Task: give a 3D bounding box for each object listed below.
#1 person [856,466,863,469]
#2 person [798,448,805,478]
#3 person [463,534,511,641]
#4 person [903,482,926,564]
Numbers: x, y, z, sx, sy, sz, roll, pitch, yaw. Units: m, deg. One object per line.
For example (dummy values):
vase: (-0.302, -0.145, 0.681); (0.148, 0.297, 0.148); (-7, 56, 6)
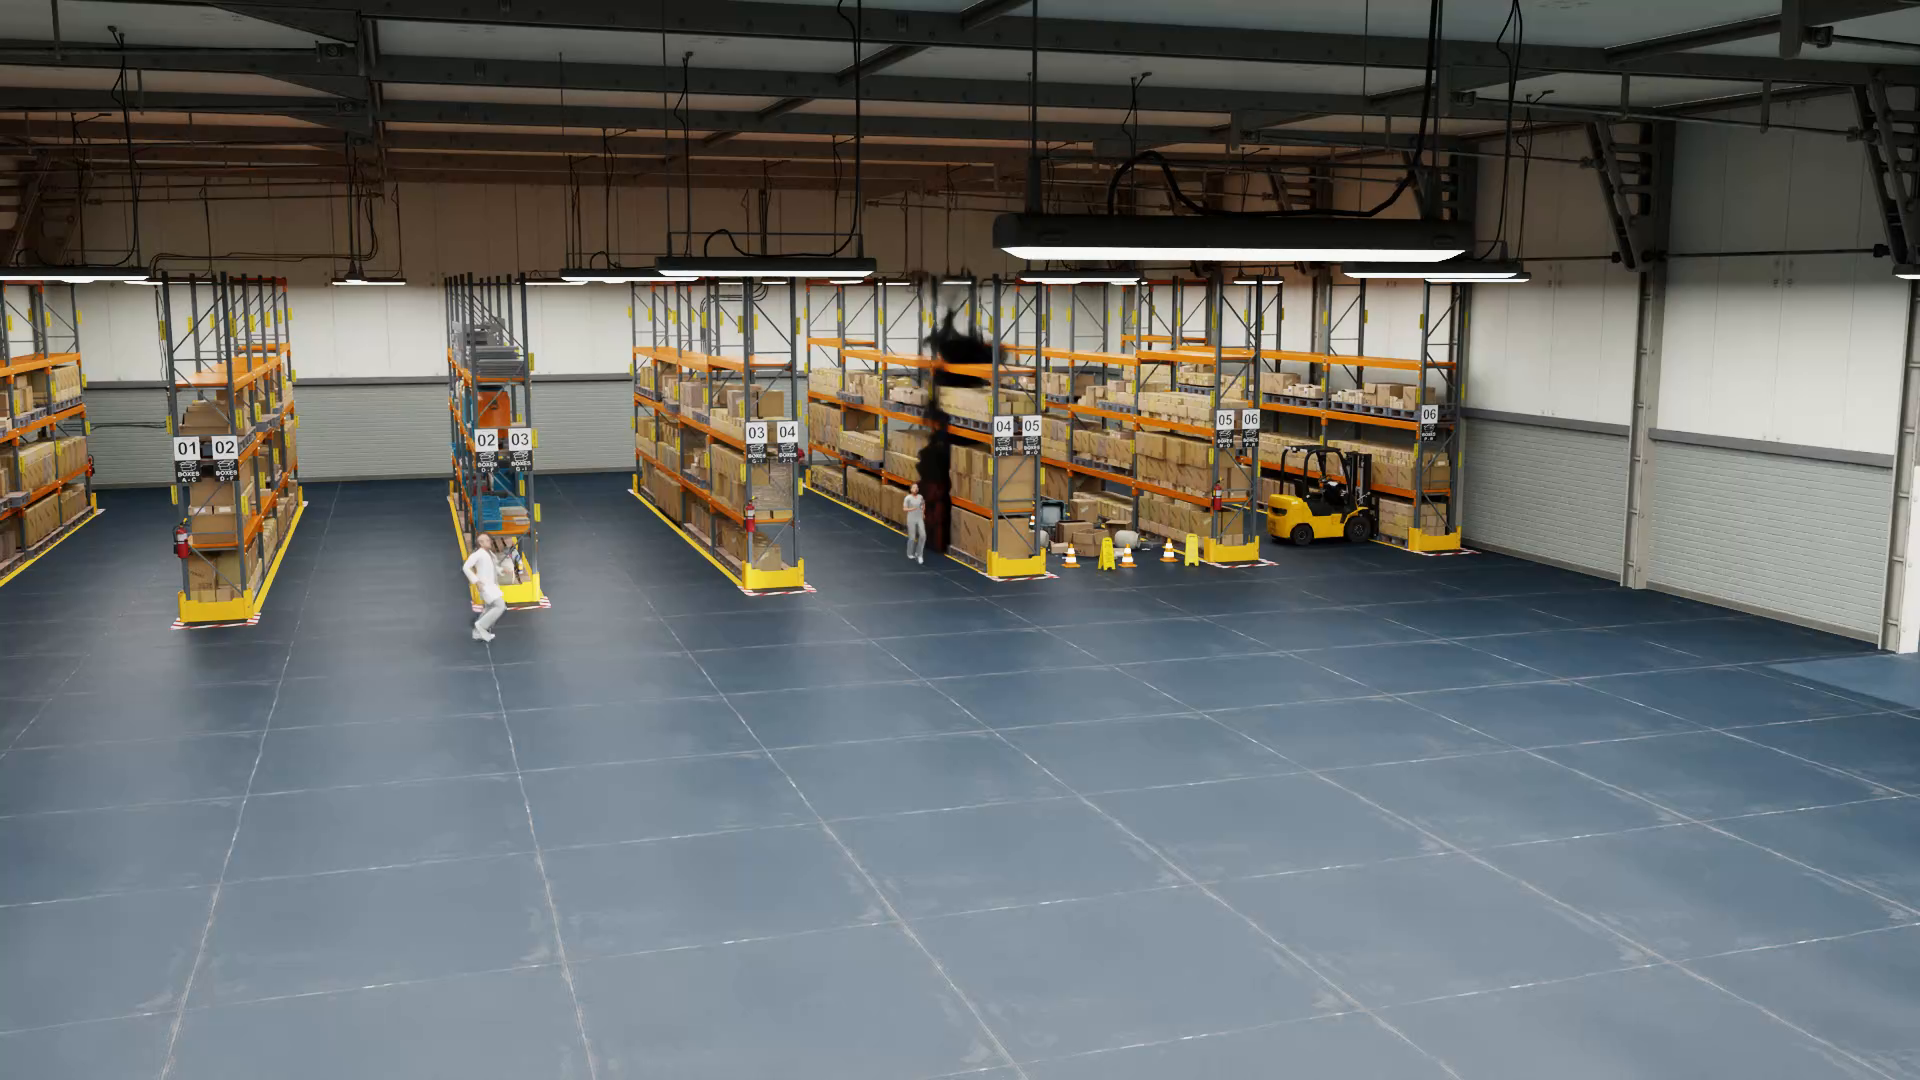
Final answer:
person: (-2.999, -2.547, 49.556); (0.670, 1.611, 0.553); (-8, 12, -44)
person: (-4.456, -1.828, 44.645); (0.626, 1.781, 0.736); (-2, 9, -14)
person: (-7.655, 0.775, 27.088); (0.695, 1.741, 0.693); (1, 9, 4)
person: (-0.937, -0.363, 34.962); (0.544, 1.705, 0.691); (-3, 9, -19)
